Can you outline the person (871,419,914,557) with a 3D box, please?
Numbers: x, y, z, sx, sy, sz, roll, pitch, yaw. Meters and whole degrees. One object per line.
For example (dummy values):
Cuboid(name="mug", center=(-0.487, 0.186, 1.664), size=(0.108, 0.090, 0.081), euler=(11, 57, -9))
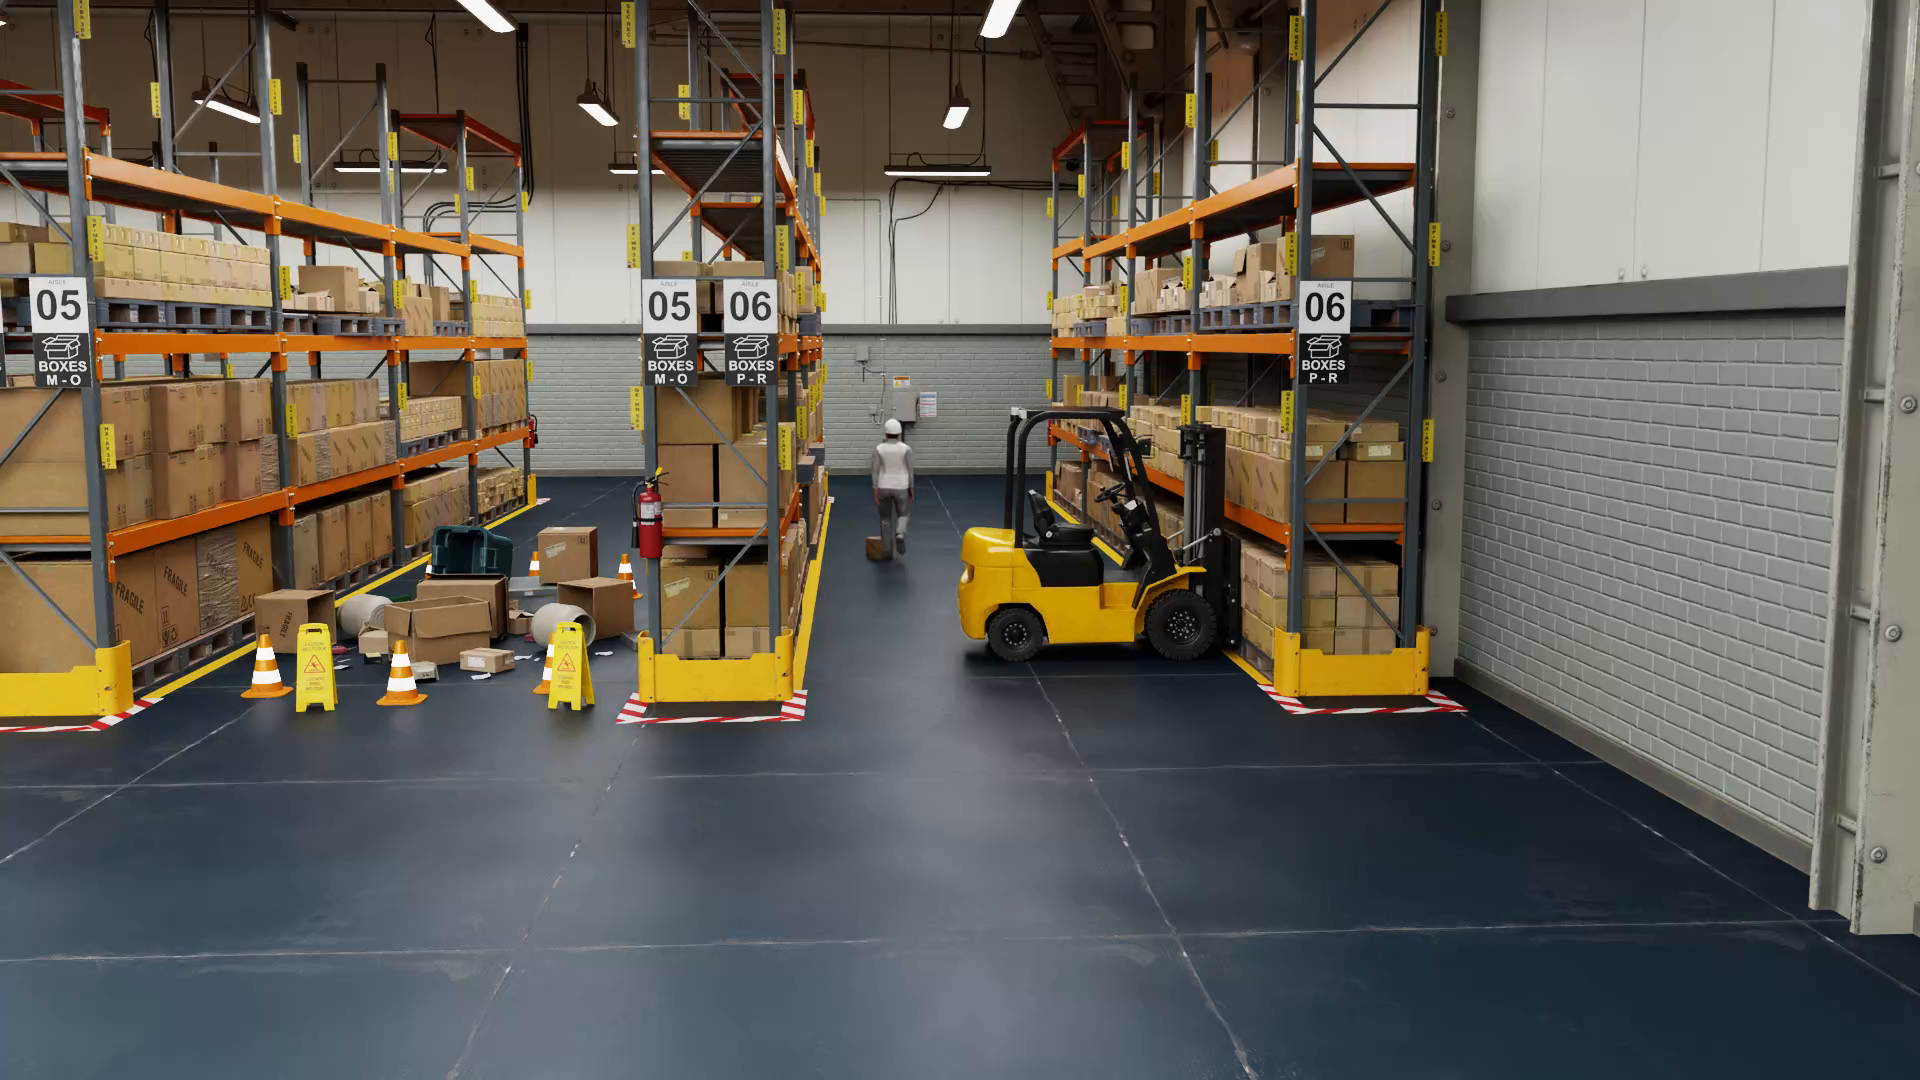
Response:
Cuboid(name="person", center=(-0.850, -0.648, 20.926), size=(0.534, 1.753, 0.641), euler=(0, 7, 0))
